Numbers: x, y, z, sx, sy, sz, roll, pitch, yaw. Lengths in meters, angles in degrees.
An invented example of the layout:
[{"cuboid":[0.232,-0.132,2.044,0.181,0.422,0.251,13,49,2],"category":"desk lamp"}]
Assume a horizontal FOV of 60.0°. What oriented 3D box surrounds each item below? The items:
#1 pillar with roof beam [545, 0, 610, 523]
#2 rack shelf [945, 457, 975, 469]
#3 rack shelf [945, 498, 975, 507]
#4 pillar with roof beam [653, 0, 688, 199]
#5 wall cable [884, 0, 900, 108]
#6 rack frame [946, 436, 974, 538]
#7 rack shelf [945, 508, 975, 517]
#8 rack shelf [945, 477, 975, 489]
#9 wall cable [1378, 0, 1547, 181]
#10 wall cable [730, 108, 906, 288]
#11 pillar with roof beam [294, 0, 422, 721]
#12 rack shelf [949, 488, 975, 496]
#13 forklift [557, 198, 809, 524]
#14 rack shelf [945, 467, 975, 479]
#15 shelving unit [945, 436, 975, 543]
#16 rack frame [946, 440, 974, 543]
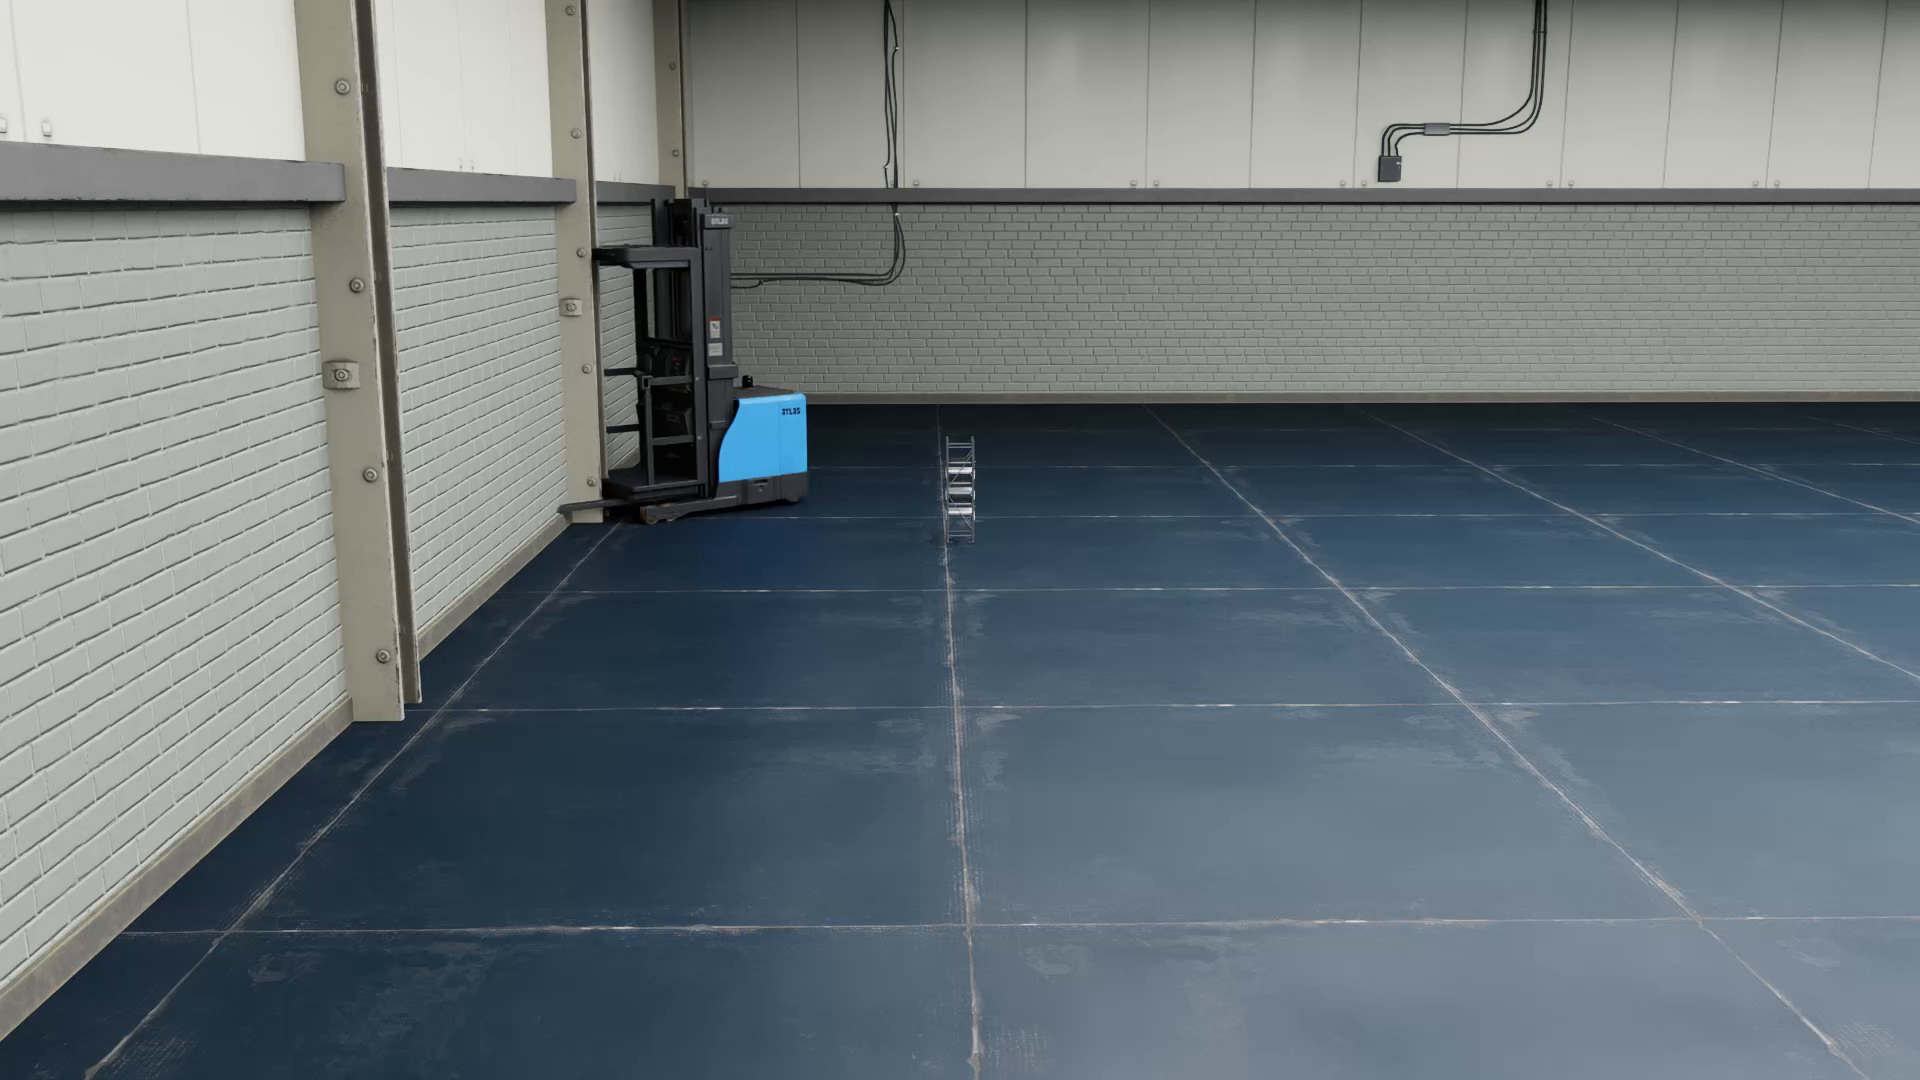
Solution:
[{"cuboid":[0.839,-4.628,14.740,9.100,9.000,0.400,0,11,-1],"category":"pillar with roof beam"},{"cuboid":[0.000,-0.671,14.415,0.258,0.077,0.200,0,11,-1],"category":"rack shelf"},{"cuboid":[0.000,-0.319,14.486,0.258,0.077,0.200,0,11,-1],"category":"rack shelf"},{"cuboid":[0.715,-5.821,20.619,9.100,9.000,0.400,0,11,-1],"category":"pillar with roof beam"},{"cuboid":[0.377,-7.359,23.307,3.097,2.526,0.112,0,11,-1],"category":"wall cable"},{"cuboid":[-0.002,-0.460,14.561,0.240,0.900,0.006,0,11,-1],"category":"rack frame"},{"cuboid":[0.000,-0.230,14.504,0.258,0.077,0.200,0,11,-1],"category":"rack shelf"},{"cuboid":[0.000,-0.495,14.450,0.258,0.077,0.200,0,11,-1],"category":"rack shelf"},{"cuboid":[7.164,-8.097,23.284,2.305,6.003,0.169,0,11,-1],"category":"wall cable"},{"cuboid":[-2.328,-4.873,23.754,3.097,2.526,0.112,0,11,-1],"category":"wall cable"},{"cuboid":[0.963,-3.436,8.862,9.100,9.000,0.400,0,11,-1],"category":"pillar with roof beam"},{"cuboid":[0.000,-0.407,14.468,0.258,0.077,0.200,0,11,-1],"category":"rack shelf"},{"cuboid":[-2.946,-1.698,15.556,3.031,2.935,1.130,-9,15,-39],"category":"forklift"},{"cuboid":[0.000,-0.583,14.433,0.258,0.077,0.200,0,11,-1],"category":"rack shelf"},{"cuboid":[0.000,-0.439,14.462,0.258,0.900,0.210,0,11,-1],"category":"shelving unit"},{"cuboid":[0.002,-0.419,14.362,0.240,0.900,0.006,0,11,-1],"category":"rack frame"}]
